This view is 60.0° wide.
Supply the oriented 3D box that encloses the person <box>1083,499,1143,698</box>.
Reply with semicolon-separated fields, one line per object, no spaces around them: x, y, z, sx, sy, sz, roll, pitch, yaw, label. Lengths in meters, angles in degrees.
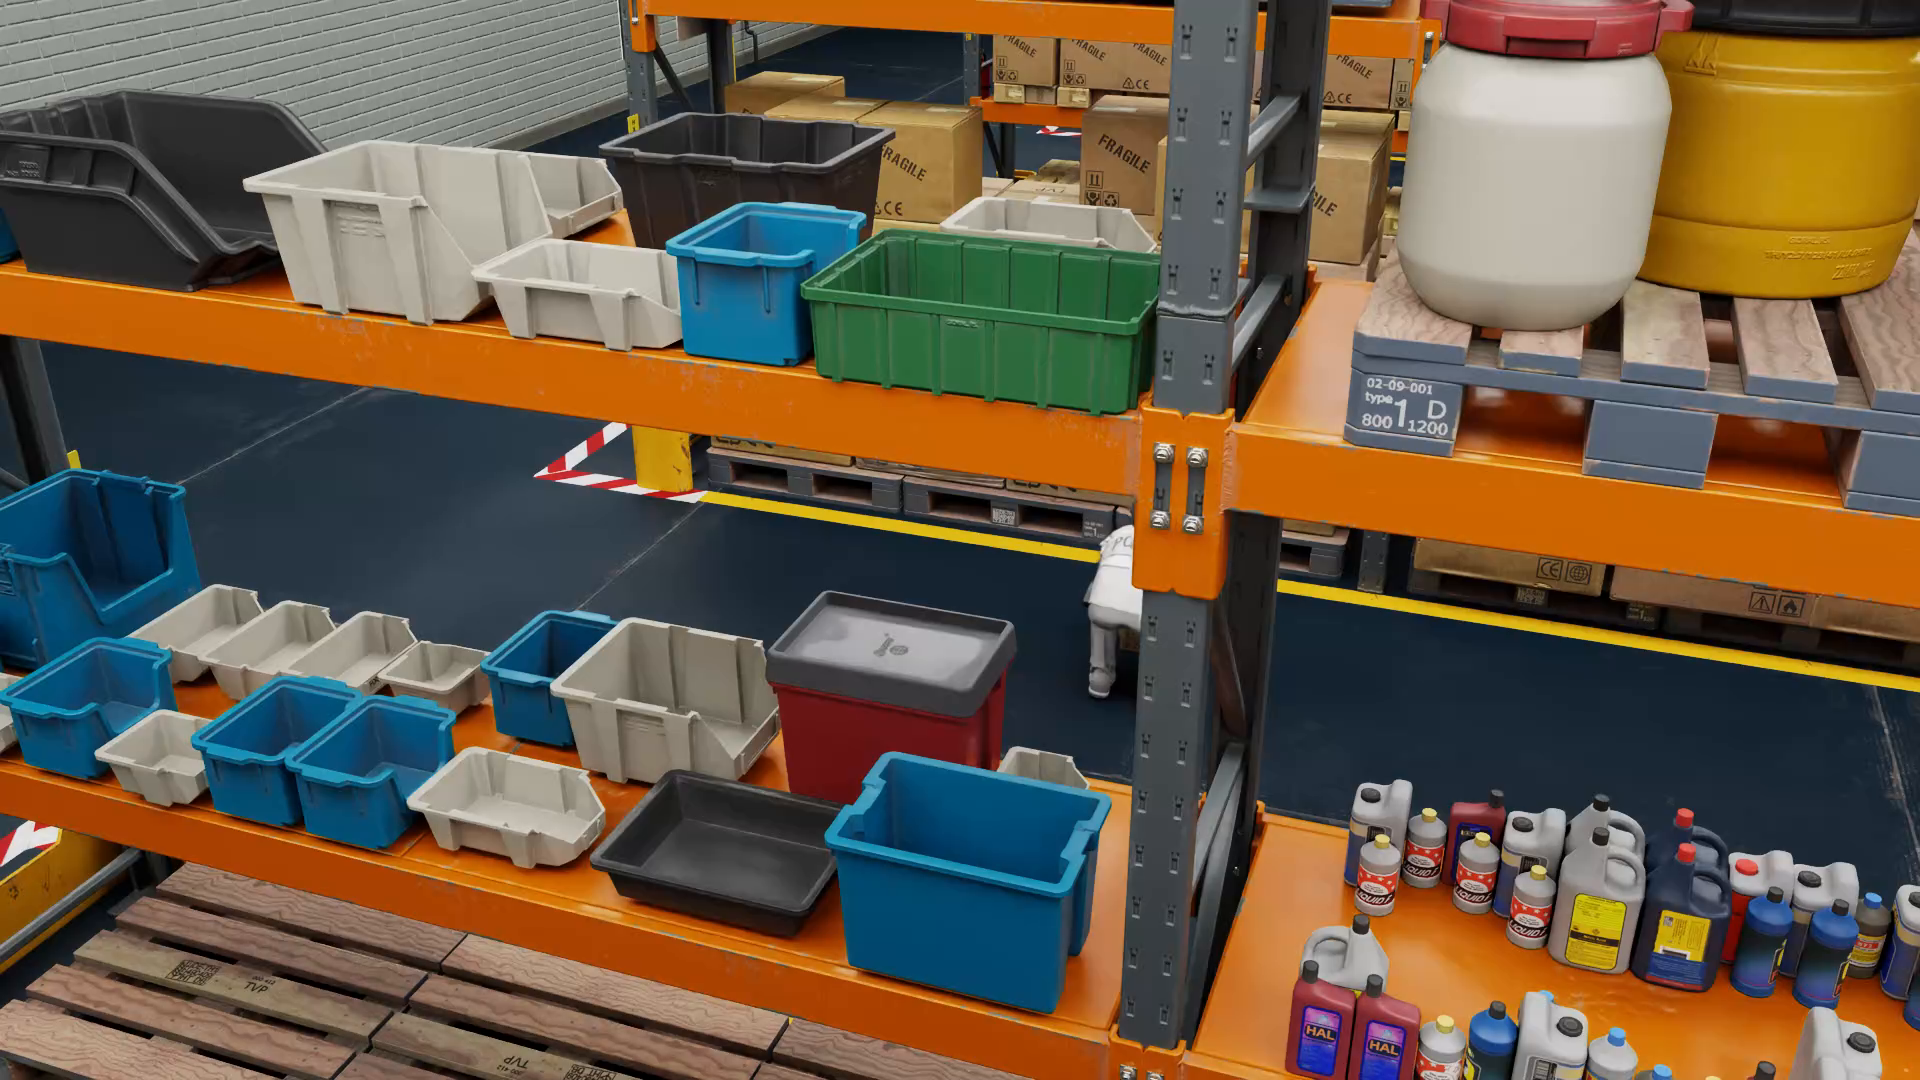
0.822;0.289;7.587;0.458;0.760;0.915;8;27;16;person
